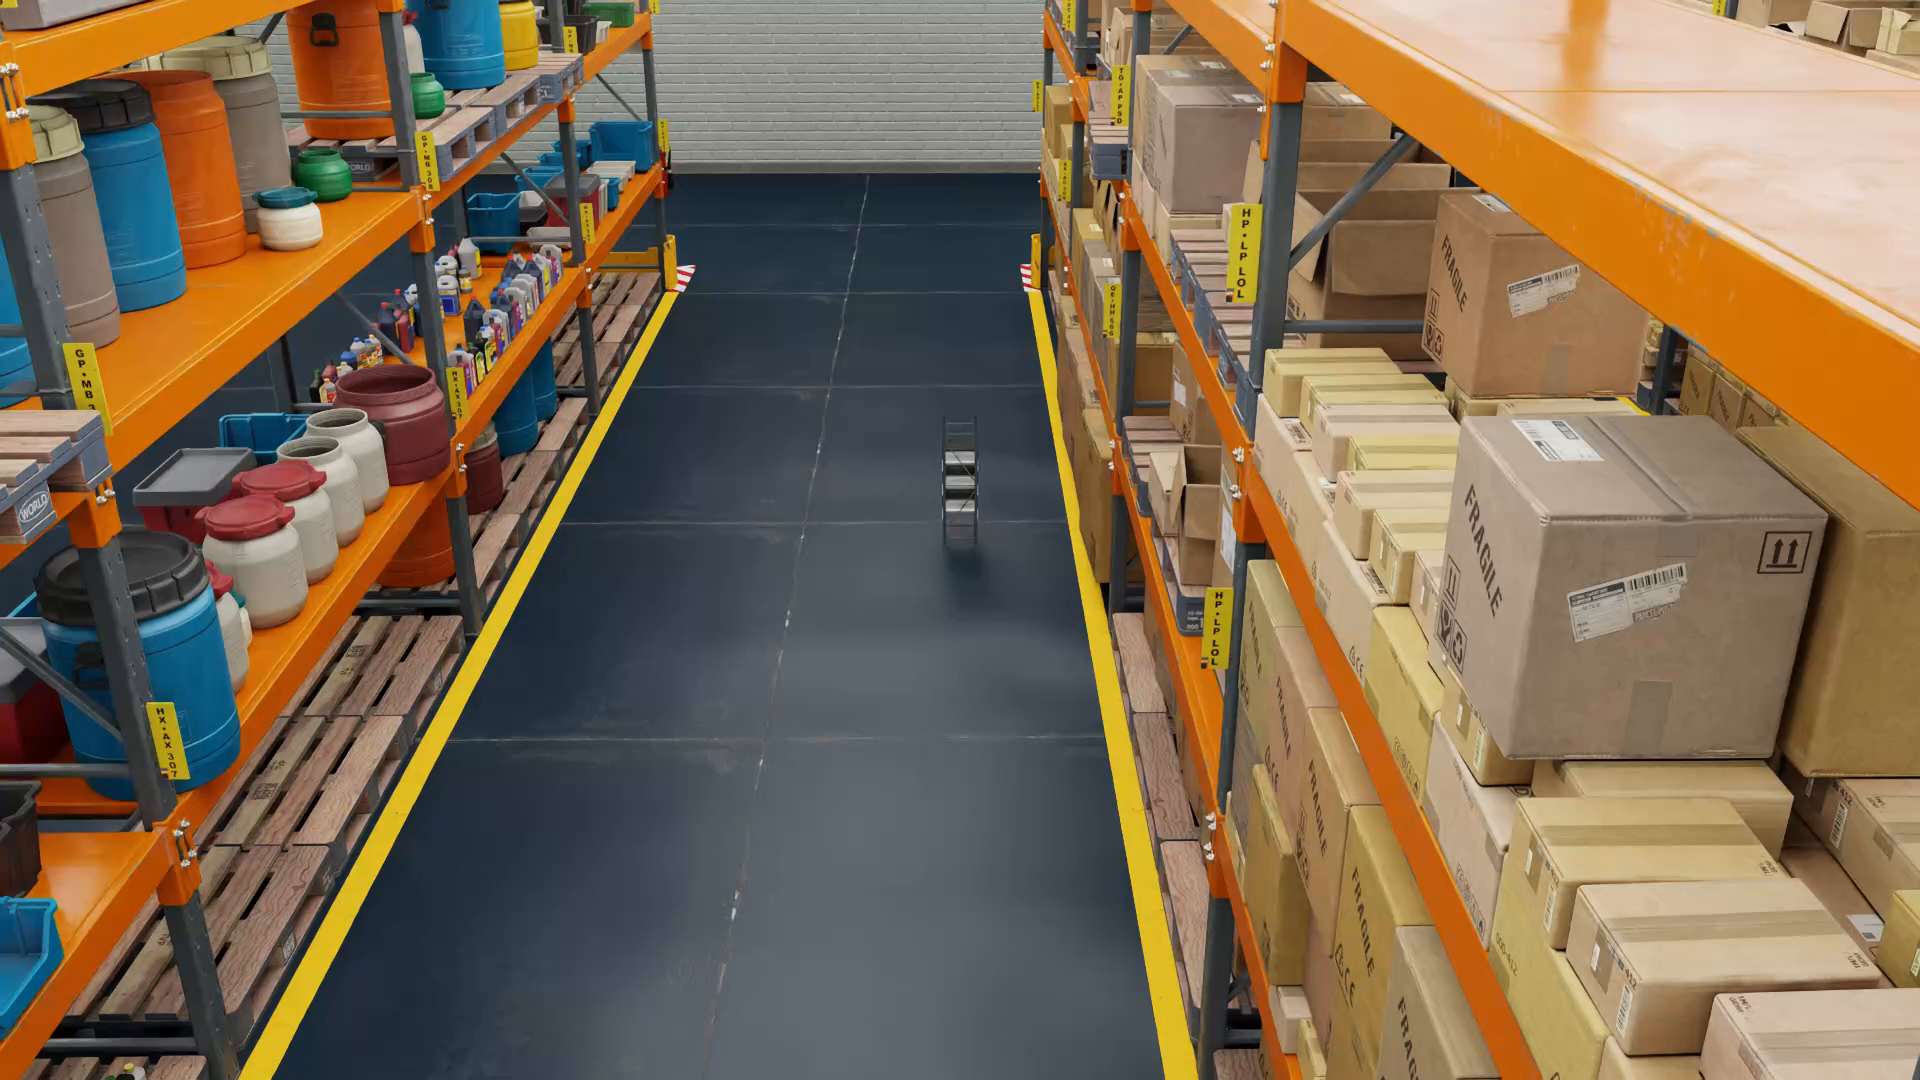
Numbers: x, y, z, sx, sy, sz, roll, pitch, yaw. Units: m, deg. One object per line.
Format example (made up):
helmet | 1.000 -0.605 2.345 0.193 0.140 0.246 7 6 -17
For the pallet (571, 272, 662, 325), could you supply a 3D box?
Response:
pallet | -3.632 -2.468 16.950 1.003 0.211 1.213 0 24 -1

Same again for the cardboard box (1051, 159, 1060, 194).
cardboard box | 1.111 -3.332 15.299 0.500 0.250 0.500 -1 24 -2

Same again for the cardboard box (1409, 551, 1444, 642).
cardboard box | 1.266 0.143 3.853 0.380 0.149 0.250 0 24 1

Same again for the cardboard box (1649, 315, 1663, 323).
cardboard box | 6.049 -1.847 14.422 0.380 0.149 0.250 0 24 0

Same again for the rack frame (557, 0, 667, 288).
rack frame | -3.602 -4.078 17.127 1.000 3.000 0.127 0 24 -1

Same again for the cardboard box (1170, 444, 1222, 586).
cardboard box | 1.371 -0.108 7.714 0.797 0.503 0.637 2 24 5

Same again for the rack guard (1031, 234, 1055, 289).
rack guard | 1.351 -2.971 17.713 1.175 0.500 0.348 0 24 -1

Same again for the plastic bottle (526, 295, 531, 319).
plastic bottle | -3.191 -1.717 12.147 0.097 0.201 0.097 0 24 0

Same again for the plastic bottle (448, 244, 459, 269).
plastic bottle | -3.979 -2.169 13.047 0.061 0.283 0.133 0 24 -1

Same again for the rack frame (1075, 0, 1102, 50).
rack frame | 1.395 -5.186 12.296 1.000 3.000 0.127 0 24 -1

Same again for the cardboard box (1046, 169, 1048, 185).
cardboard box | 1.036 -3.520 16.197 0.380 0.149 0.250 -1 24 -1

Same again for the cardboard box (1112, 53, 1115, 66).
cardboard box | 1.261 -3.282 11.521 0.380 0.149 0.250 -1 24 -3

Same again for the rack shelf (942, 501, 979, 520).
rack shelf | 0.000 -0.219 11.660 0.258 0.077 0.200 0 24 -1

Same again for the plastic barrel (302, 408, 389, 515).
plastic barrel | -3.290 -0.410 8.880 0.421 0.512 0.421 0 24 0

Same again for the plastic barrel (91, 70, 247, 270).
plastic barrel | -3.715 -1.735 7.785 0.600 0.830 0.708 0 24 -1

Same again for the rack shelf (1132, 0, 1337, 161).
rack shelf | 1.460 -2.203 7.060 1.077 0.370 4.000 0 24 -1

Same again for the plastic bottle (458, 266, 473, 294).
plastic bottle | -3.806 -2.004 12.783 0.097 0.201 0.097 0 24 0

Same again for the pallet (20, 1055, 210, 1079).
pallet | -3.505 2.414 6.156 1.003 0.211 1.213 0 24 -1

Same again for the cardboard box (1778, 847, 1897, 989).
cardboard box | 1.767 0.782 2.923 0.500 0.250 0.500 -1 24 -2

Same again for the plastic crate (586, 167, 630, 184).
plastic crate | -3.423 -3.531 16.164 0.396 0.136 0.243 0 24 -1

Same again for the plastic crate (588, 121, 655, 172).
plastic crate | -3.411 -3.985 16.804 0.616 0.435 0.499 0 24 -1

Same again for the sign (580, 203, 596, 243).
sign | -3.008 -2.558 13.429 0.100 0.325 0.005 0 24 -1

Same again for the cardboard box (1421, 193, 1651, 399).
cardboard box | 1.742 -0.747 5.033 0.500 0.500 0.500 -1 24 -2

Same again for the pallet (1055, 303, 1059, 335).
pallet | 1.448 -1.999 15.914 1.003 0.211 1.213 0 24 -1

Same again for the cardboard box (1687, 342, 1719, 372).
cardboard box | 6.099 -1.521 13.087 0.500 0.250 0.500 -1 24 -3

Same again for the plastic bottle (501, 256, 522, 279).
plastic bottle | -3.363 -1.953 12.489 0.144 0.351 0.185 0 24 -1

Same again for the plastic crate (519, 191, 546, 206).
plastic crate | -3.878 -3.053 15.108 0.293 0.136 0.466 0 24 -1

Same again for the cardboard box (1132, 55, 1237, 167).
cardboard box | 1.186 -2.249 8.715 0.500 0.500 0.500 0 24 0

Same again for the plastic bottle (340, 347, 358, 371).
plastic bottle | -3.933 -1.111 10.722 0.097 0.271 0.097 0 24 0

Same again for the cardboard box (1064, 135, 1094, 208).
cardboard box | 1.122 -3.049 13.763 0.500 0.500 0.500 0 24 1

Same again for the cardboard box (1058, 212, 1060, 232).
cardboard box | 1.055 -2.780 14.561 0.380 0.149 0.250 0 24 0

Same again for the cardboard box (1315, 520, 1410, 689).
cardboard box | 1.236 0.155 4.309 0.500 0.250 0.500 -1 24 -3

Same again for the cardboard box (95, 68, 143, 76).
cardboard box | -8.275 -4.376 16.452 0.500 0.500 0.500 0 24 -1

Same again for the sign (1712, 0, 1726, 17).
sign | 5.813 -4.030 12.752 0.100 0.325 0.005 0 24 -1

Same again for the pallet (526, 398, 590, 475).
pallet | -3.591 -0.841 13.354 1.003 0.211 1.213 0 24 -1

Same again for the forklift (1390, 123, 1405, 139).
forklift | 3.224 -2.538 13.805 1.130 2.935 3.031 -2 24 -4

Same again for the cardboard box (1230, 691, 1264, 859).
cardboard box | 1.425 0.849 5.751 0.875 0.500 0.500 0 24 -1

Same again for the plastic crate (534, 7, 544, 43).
plastic crate | -3.886 -4.476 14.511 0.437 0.282 0.530 0 24 -1

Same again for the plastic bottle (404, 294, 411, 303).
plastic bottle | -3.946 -1.614 11.834 0.097 0.271 0.097 0 24 0

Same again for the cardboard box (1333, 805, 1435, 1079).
cardboard box | 1.261 1.012 4.176 0.500 0.500 0.500 0 24 -1

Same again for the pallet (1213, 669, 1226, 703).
pallet | 1.619 0.616 6.981 1.003 0.211 1.213 0 24 -1

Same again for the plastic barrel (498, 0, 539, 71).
plastic barrel | -3.345 -3.699 11.910 0.600 0.588 0.600 0 24 0

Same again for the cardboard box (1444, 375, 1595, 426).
cardboard box | 1.686 -0.393 5.036 0.380 0.149 0.250 0 24 0

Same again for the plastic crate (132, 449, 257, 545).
plastic crate | -3.803 -0.144 8.350 0.402 0.464 0.583 0 24 -1

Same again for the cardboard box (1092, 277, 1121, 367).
cardboard box | 1.177 -1.471 11.242 0.500 0.500 0.500 -1 24 -2

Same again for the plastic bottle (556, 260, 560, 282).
plastic bottle | -3.202 -2.131 13.062 0.097 0.201 0.097 0 24 0

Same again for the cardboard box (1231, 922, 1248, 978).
cardboard box | 1.497 1.530 7.227 0.700 0.500 0.500 -2 24 -5

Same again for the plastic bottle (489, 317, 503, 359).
plastic bottle | -3.163 -1.385 11.313 0.061 0.283 0.133 0 24 -1

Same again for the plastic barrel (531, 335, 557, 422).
plastic barrel | -3.569 -1.441 13.333 0.600 0.901 0.708 0 24 -1

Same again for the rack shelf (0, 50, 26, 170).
rack shelf | -3.449 -0.533 3.366 1.077 0.370 4.000 0 24 -1

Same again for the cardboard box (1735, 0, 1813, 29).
cardboard box | 6.249 -3.880 12.418 0.700 0.500 0.500 0 24 0

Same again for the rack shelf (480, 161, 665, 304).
rack shelf | -3.580 -2.926 15.453 1.077 0.370 4.000 0 24 -1

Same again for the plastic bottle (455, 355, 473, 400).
plastic bottle | -3.154 -1.044 10.560 0.061 0.283 0.133 0 24 -1

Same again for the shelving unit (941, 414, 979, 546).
shelving unit | 0.000 -0.413 11.572 0.258 0.900 0.210 0 24 -1

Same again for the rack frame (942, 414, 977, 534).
rack frame | -0.001 -0.455 11.665 0.240 0.900 0.006 0 24 -1

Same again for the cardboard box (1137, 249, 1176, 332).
cardboard box | 1.446 -1.608 10.327 0.797 0.503 0.637 1 24 1
